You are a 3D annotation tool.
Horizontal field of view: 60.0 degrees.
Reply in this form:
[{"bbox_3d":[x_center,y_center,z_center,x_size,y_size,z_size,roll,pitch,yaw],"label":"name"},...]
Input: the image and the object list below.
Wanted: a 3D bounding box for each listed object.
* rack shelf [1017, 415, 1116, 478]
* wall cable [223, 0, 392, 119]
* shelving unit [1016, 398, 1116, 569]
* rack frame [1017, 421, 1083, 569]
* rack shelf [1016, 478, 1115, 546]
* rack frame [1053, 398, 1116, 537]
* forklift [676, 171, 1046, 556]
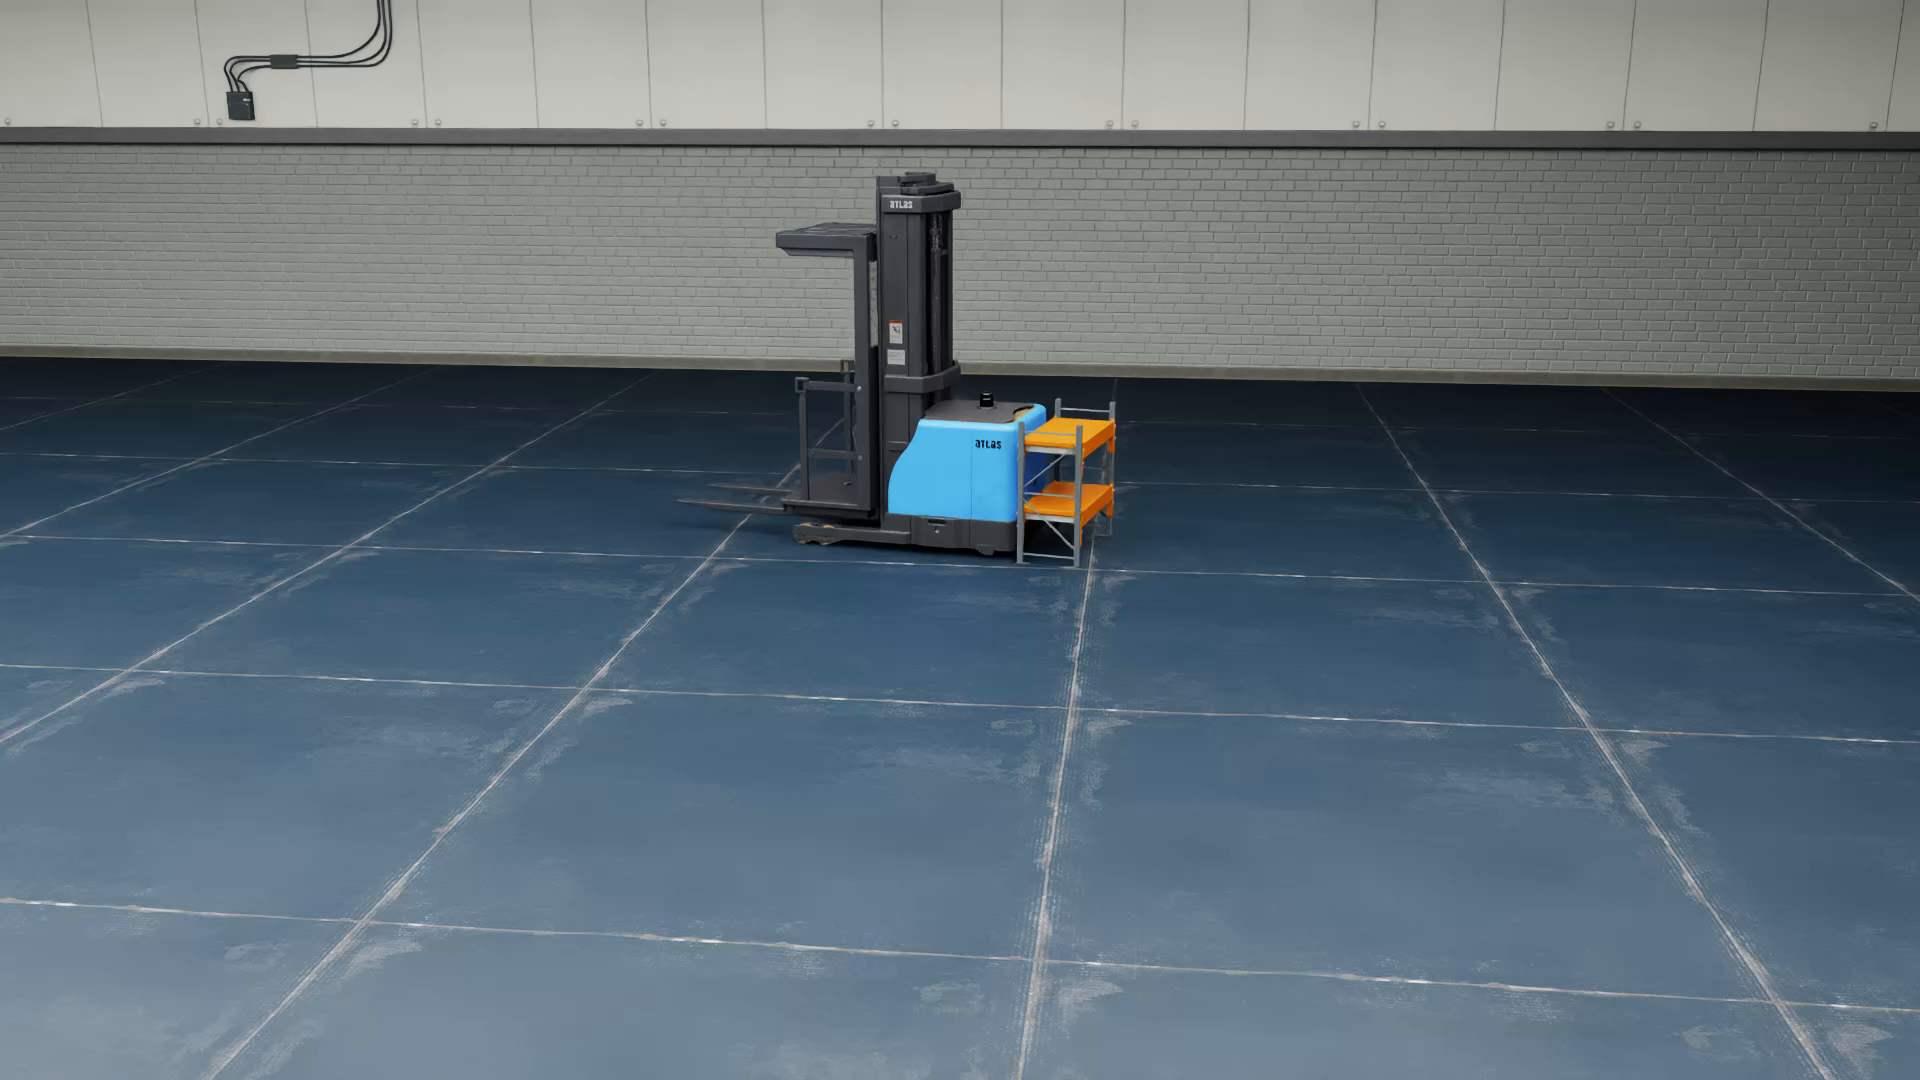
[{"bbox_3d":[0.854,-0.751,13.162,0.538,0.278,1.000,5,16,19],"label":"rack shelf"},{"bbox_3d":[-8.427,-8.383,20.909,2.305,6.003,0.169,2,15,6],"label":"wall cable"},{"bbox_3d":[0.854,-0.468,13.238,0.538,1.125,1.048,5,16,19],"label":"shelving unit"},{"bbox_3d":[0.686,-0.343,12.775,0.500,1.125,0.032,5,16,19],"label":"rack frame"},{"bbox_3d":[0.854,-0.232,13.302,0.538,0.278,1.000,5,16,19],"label":"rack shelf"},{"bbox_3d":[1.021,-0.593,13.701,0.500,1.125,0.032,5,16,19],"label":"rack frame"},{"bbox_3d":[-0.853,-1.495,13.575,3.031,2.935,1.130,5,16,17],"label":"forklift"}]
